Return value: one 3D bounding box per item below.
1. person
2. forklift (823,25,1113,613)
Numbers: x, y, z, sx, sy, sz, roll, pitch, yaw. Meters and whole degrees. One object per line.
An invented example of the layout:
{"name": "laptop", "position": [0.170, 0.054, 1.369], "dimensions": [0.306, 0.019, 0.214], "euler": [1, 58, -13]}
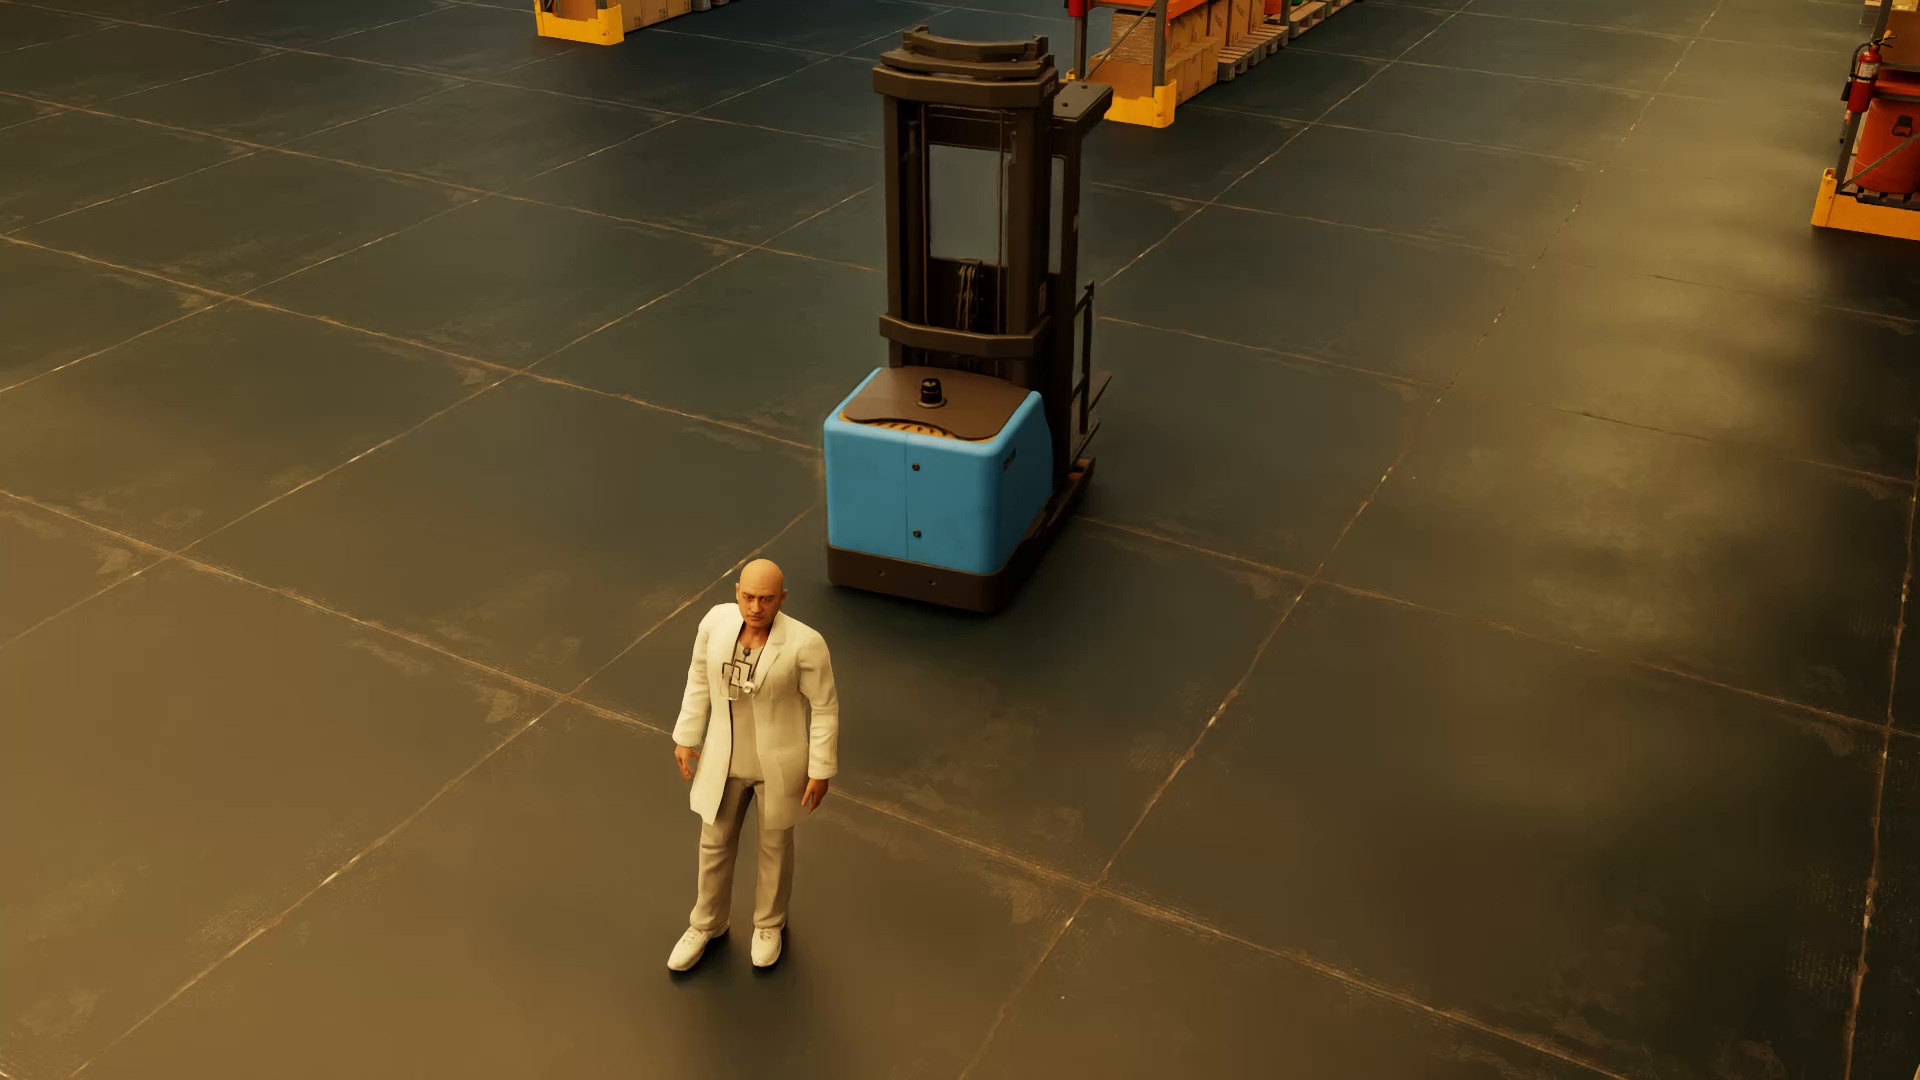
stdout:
{"name": "person", "position": [-0.839, 0.928, 6.603], "dimensions": [0.694, 1.775, 0.581], "euler": [8, 31, 13]}
{"name": "forklift", "position": [0.221, -1.592, 9.829], "dimensions": [1.130, 2.935, 3.031], "euler": [10, 32, 17]}
